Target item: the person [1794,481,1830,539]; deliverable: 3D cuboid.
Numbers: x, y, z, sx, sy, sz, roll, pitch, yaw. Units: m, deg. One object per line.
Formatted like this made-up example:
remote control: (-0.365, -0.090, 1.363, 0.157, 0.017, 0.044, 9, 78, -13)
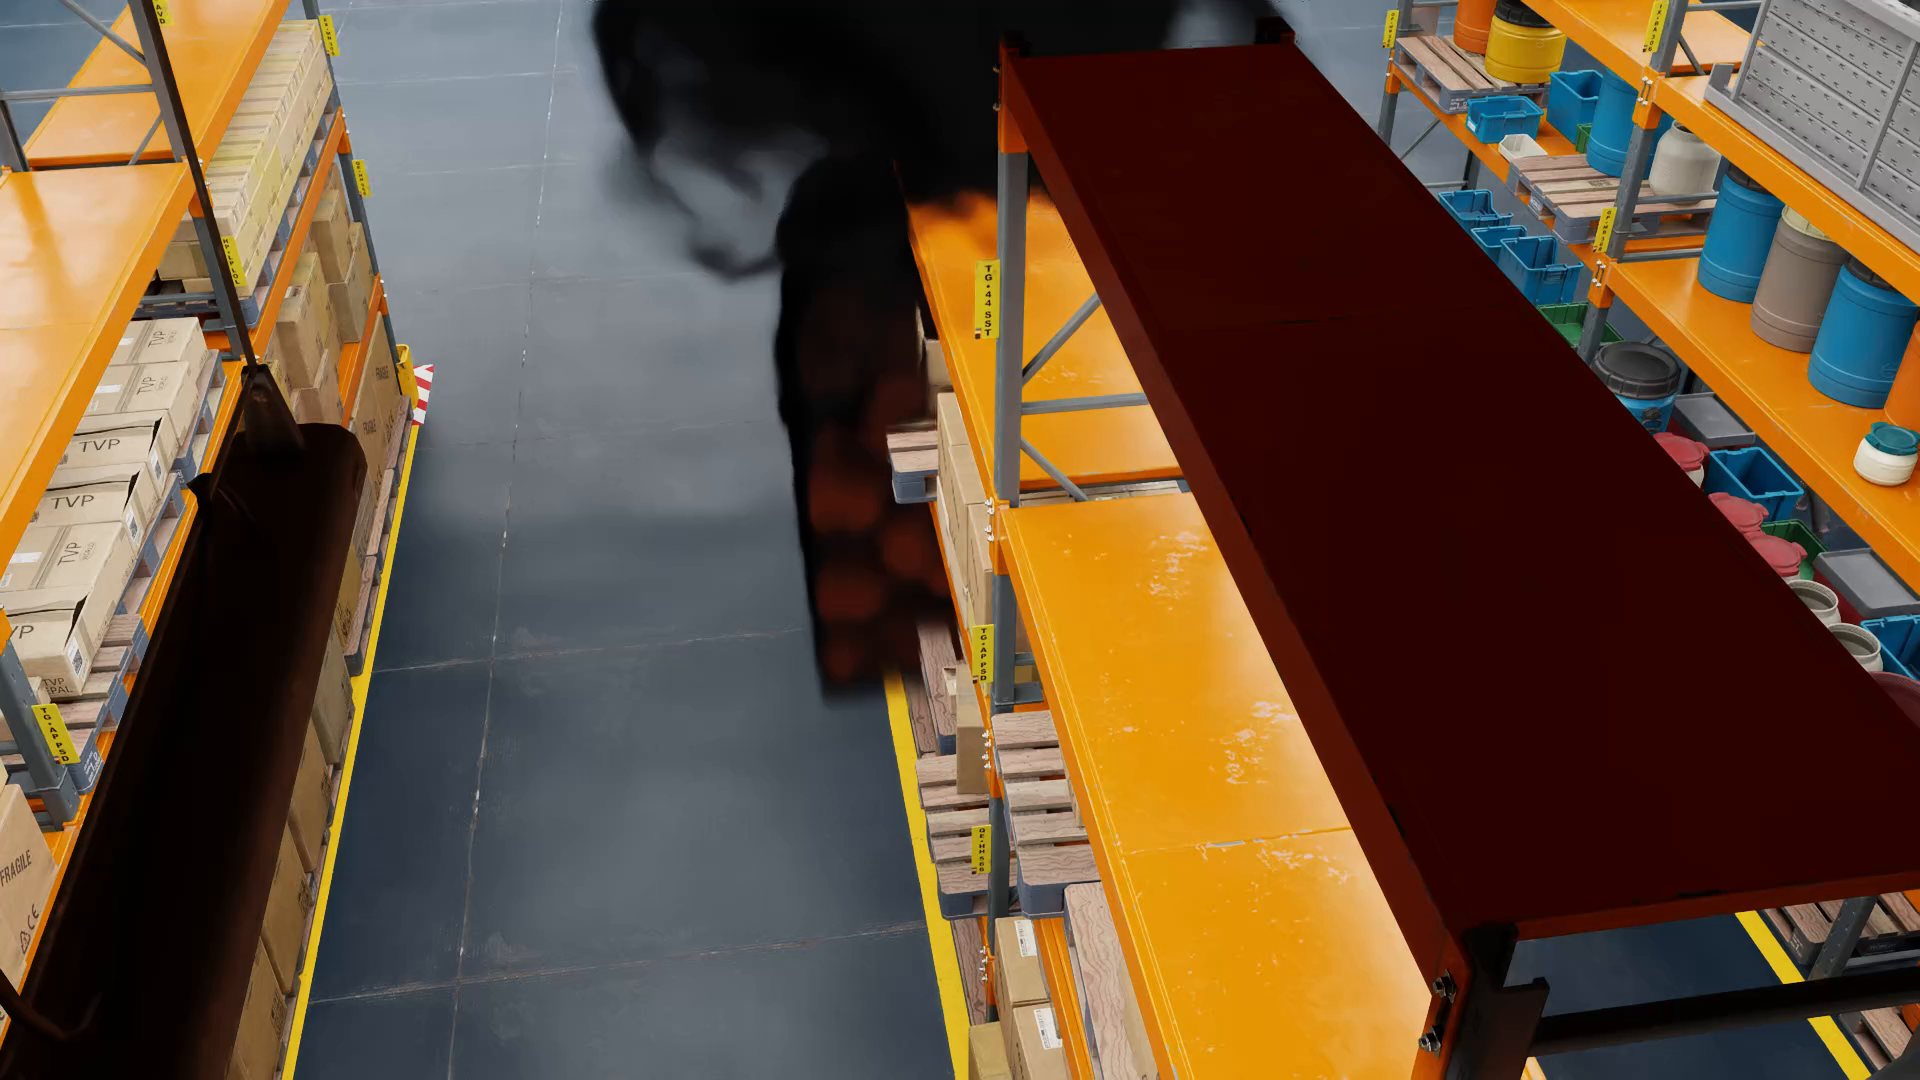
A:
person: (6.632, -0.799, 12.641, 0.573, 1.696, 0.792, 0, 36, 0)
